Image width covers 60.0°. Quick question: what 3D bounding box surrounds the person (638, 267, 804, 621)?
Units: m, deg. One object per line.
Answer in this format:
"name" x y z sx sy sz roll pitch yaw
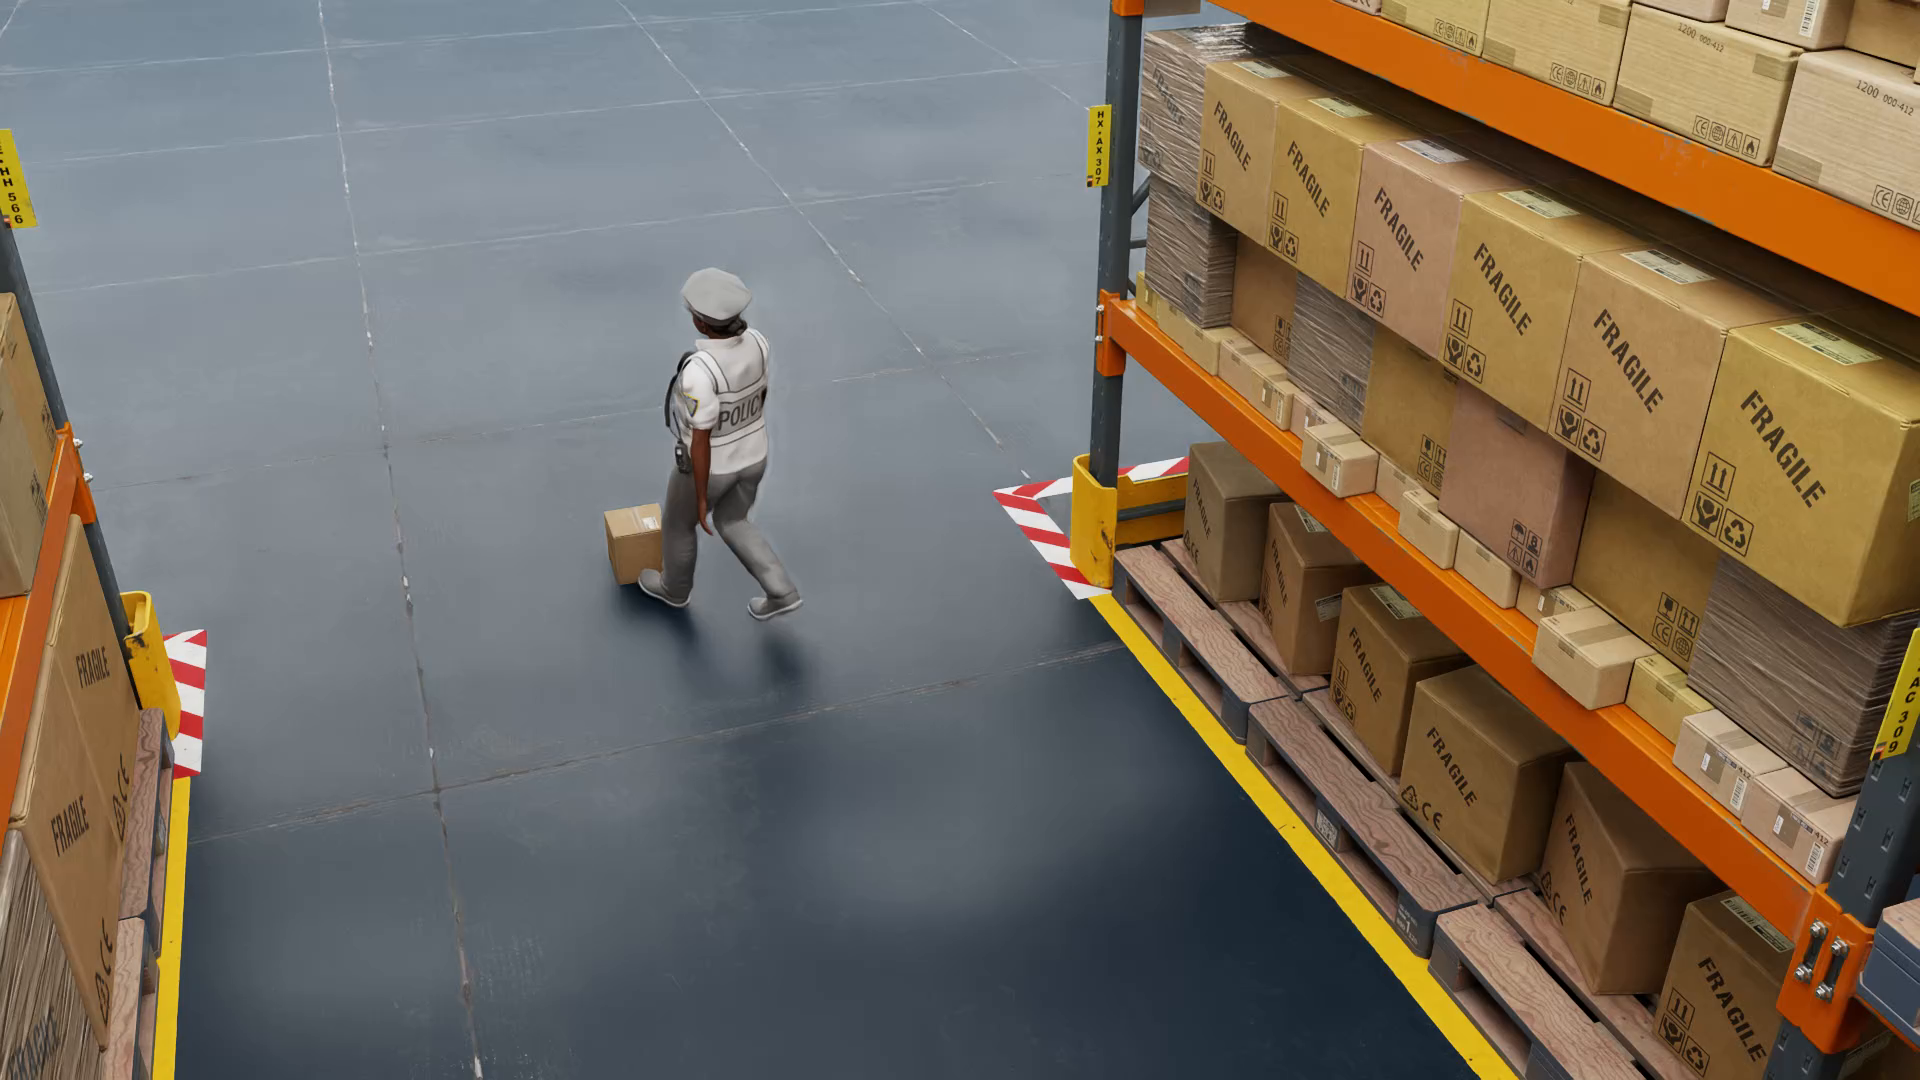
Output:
"person" -1.050 -0.377 6.807 0.878 1.616 0.497 22 37 33
